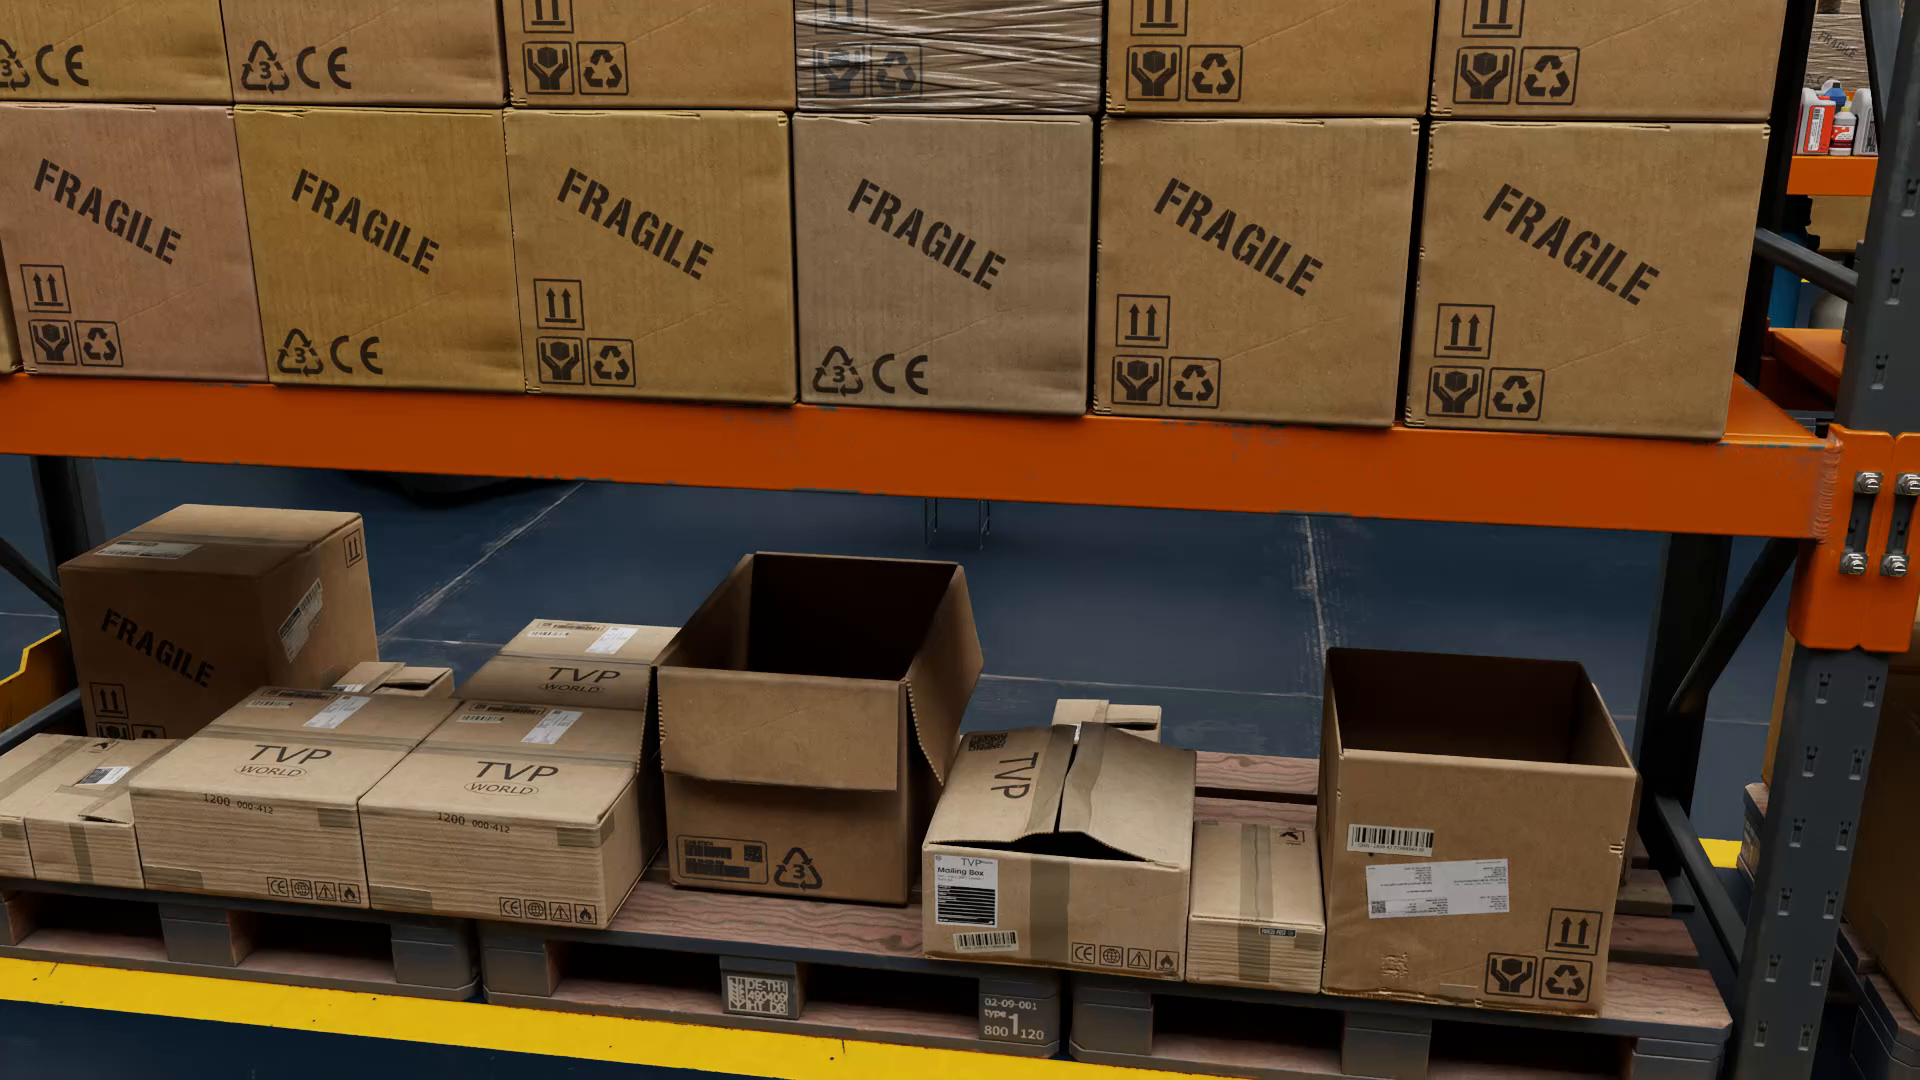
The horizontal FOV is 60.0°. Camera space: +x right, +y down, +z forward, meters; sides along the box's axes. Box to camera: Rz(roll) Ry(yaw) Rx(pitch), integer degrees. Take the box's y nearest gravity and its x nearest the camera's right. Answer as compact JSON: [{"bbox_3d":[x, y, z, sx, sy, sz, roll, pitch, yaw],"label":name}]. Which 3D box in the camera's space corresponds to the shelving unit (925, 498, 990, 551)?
[{"bbox_3d":[-0.008,-0.427,6.162,0.210,0.900,0.258,3,19,9],"label":"shelving unit"}]

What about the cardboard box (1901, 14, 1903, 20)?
[{"bbox_3d":[6.560,-3.390,11.551,0.500,0.500,0.500,4,19,10],"label":"cardboard box"}]

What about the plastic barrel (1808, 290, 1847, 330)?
[{"bbox_3d":[4.128,-0.940,7.644,0.421,0.512,0.421,0,18,0],"label":"plastic barrel"}]

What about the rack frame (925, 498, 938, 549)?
[{"bbox_3d":[-0.108,-0.432,6.177,0.006,0.900,0.240,3,19,9],"label":"rack frame"}]

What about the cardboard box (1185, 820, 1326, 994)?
[{"bbox_3d":[0.575,0.710,3.255,0.250,0.149,0.380,3,19,9],"label":"cardboard box"}]

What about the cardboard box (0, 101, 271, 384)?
[{"bbox_3d":[-1.481,-0.613,3.251,0.500,0.500,0.500,3,19,8],"label":"cardboard box"}]

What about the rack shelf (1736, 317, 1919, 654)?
[{"bbox_3d":[3.537,-0.052,2.865,4.000,0.370,1.077,3,19,9],"label":"rack shelf"}]

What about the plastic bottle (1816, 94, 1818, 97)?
[{"bbox_3d":[3.686,-1.845,7.286,0.135,0.276,0.152,3,19,9],"label":"plastic bottle"}]

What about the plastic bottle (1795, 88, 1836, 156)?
[{"bbox_3d":[3.662,-1.797,7.143,0.135,0.276,0.152,3,19,9],"label":"plastic bottle"}]

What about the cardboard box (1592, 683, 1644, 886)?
[{"bbox_3d":[1.182,0.484,3.674,0.500,0.311,0.500,3,19,9],"label":"cardboard box"}]

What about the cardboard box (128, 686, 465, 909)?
[{"bbox_3d":[-1.402,0.542,3.597,0.500,0.250,0.500,3,19,9],"label":"cardboard box"}]

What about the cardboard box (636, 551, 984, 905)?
[{"bbox_3d":[-0.294,0.388,3.656,0.637,0.503,0.797,3,19,9],"label":"cardboard box"}]

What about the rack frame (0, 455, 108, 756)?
[{"bbox_3d":[-2.387,-0.695,3.653,0.127,3.000,1.000,3,19,9],"label":"rack frame"}]

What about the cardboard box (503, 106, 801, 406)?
[{"bbox_3d":[-0.492,-0.561,3.096,0.500,0.500,0.500,3,19,9],"label":"cardboard box"}]

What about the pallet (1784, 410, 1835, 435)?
[{"bbox_3d":[4.315,-0.611,7.795,1.213,0.211,1.003,3,19,9],"label":"pallet"}]

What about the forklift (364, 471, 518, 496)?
[{"bbox_3d":[-2.765,-1.951,7.514,1.130,2.935,3.031,-17,25,-42],"label":"forklift"}]

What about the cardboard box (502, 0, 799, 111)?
[{"bbox_3d":[-0.479,-1.036,2.938,0.500,0.500,0.500,3,19,8],"label":"cardboard box"}]

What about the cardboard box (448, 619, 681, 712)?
[{"bbox_3d":[-0.878,0.408,3.998,0.500,0.250,0.500,3,19,9],"label":"cardboard box"}]

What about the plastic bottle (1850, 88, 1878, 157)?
[{"bbox_3d":[3.891,-1.786,7.108,0.135,0.276,0.152,3,19,9],"label":"plastic bottle"}]

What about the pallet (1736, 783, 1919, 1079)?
[{"bbox_3d":[2.371,0.858,3.407,1.213,0.211,1.003,3,19,9],"label":"pallet"}]

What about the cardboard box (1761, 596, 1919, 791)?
[{"bbox_3d":[2.095,0.418,3.573,0.500,0.500,0.500,3,19,8],"label":"cardboard box"}]

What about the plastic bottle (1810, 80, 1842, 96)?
[{"bbox_3d":[4.012,-2.006,7.766,0.135,0.276,0.152,3,19,9],"label":"plastic bottle"}]

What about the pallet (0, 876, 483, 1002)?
[{"bbox_3d":[-1.525,0.671,3.965,1.213,0.211,1.003,3,19,9],"label":"pallet"}]

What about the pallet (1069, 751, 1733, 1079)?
[{"bbox_3d":[0.884,0.794,3.598,1.213,0.211,1.003,3,19,9],"label":"pallet"}]

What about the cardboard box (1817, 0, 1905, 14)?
[{"bbox_3d":[6.367,-3.961,11.675,0.637,0.503,0.797,4,19,11],"label":"cardboard box"}]

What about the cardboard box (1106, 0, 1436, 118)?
[{"bbox_3d":[0.515,-0.985,2.785,0.500,0.500,0.500,3,19,8],"label":"cardboard box"}]

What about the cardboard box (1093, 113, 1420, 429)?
[{"bbox_3d":[0.519,-0.512,2.947,0.500,0.500,0.500,3,19,10],"label":"cardboard box"}]

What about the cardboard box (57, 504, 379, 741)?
[{"bbox_3d":[-1.811,0.232,4.129,0.500,0.500,0.500,3,19,9],"label":"cardboard box"}]

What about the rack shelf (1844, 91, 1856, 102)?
[{"bbox_3d":[5.112,-3.155,12.140,4.000,0.370,1.077,3,19,9],"label":"rack shelf"}]

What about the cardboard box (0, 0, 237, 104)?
[{"bbox_3d":[-1.474,-1.088,3.094,0.500,0.500,0.500,3,19,9],"label":"cardboard box"}]

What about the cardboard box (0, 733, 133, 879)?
[{"bbox_3d":[-2.028,0.577,3.651,0.250,0.149,0.380,3,19,9],"label":"cardboard box"}]
